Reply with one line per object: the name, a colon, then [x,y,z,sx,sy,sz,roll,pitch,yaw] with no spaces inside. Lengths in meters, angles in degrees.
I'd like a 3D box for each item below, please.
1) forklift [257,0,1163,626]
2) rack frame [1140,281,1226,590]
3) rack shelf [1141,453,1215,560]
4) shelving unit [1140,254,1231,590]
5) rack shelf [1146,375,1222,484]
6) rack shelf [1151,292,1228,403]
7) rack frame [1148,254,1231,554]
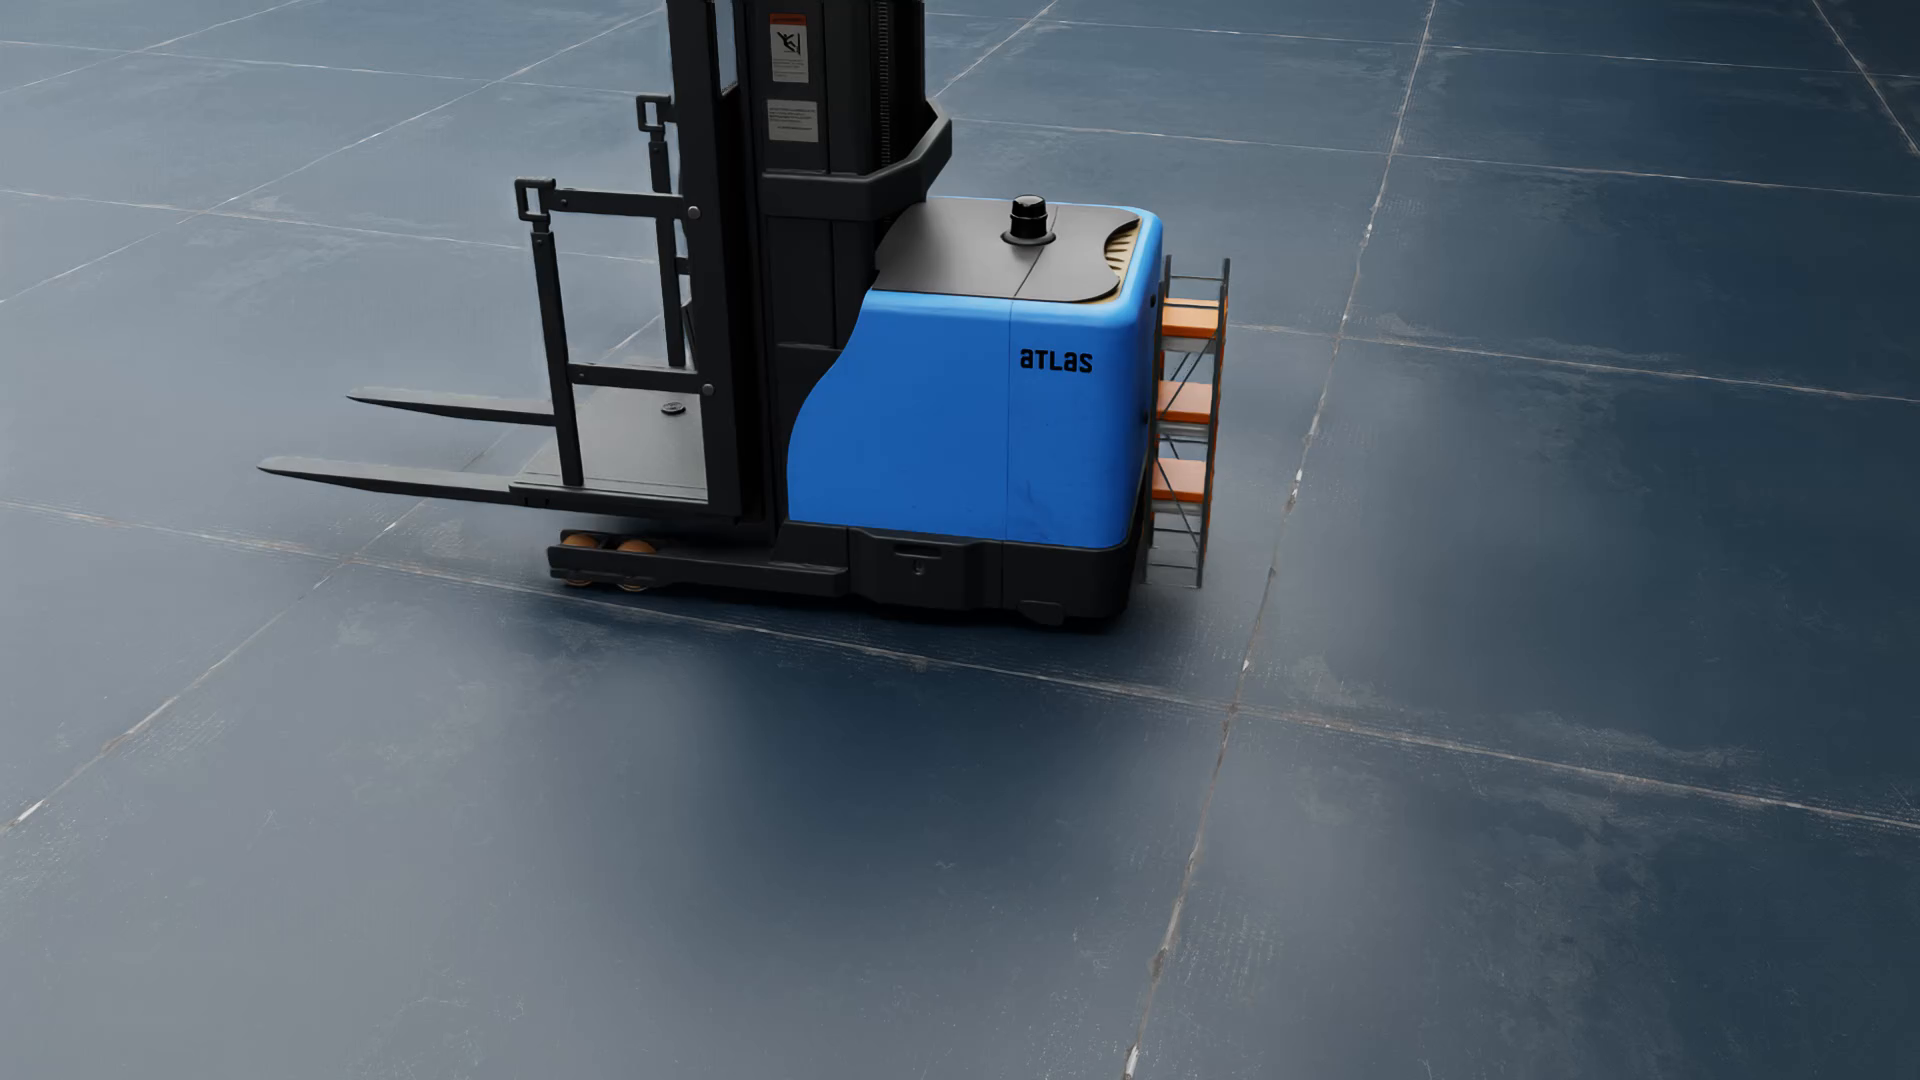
forklift: [-0.884,-1.357,5.174,3.031,2.935,1.130,5,30,10]
rack frame: [0.694,-0.307,5.222,0.200,1.050,0.008,5,30,10]
rack shelf: [0.718,-0.113,5.467,0.215,0.259,0.240,5,30,10]
shelving unit: [0.718,-0.365,5.327,0.215,1.050,0.252,5,30,10]
rack shelf: [0.718,-0.356,5.332,0.215,0.259,0.240,5,30,10]
rack shelf: [0.718,-0.604,5.194,0.215,0.259,0.240,5,30,10]
rack frame: [0.741,-0.424,5.431,0.200,1.050,0.008,5,30,10]
